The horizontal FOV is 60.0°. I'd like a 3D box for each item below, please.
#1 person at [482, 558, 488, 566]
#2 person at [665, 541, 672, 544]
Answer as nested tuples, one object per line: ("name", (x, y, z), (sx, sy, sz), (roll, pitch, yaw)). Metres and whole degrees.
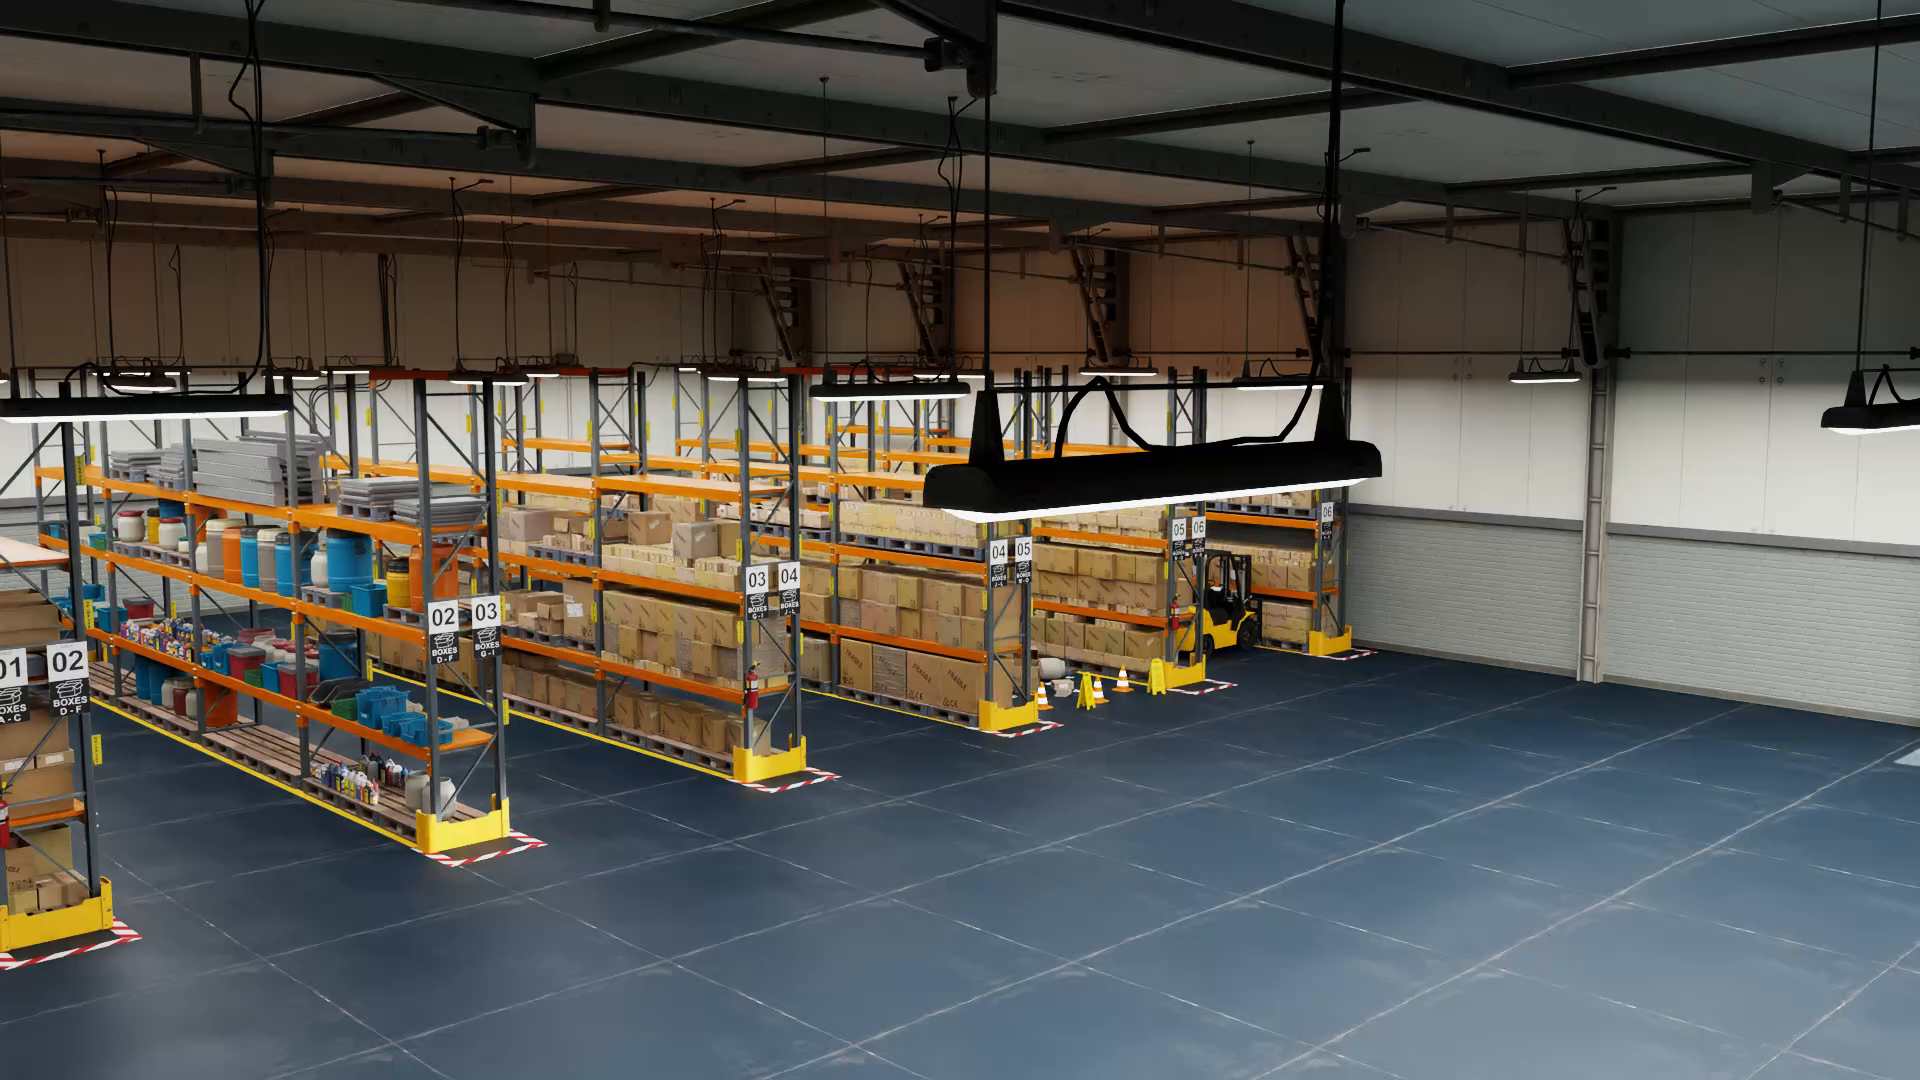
("person", (-12.472, 0.547, 43.622), (0.588, 1.827, 0.378), (-5, 8, -35))
("person", (-7.756, 0.513, 44.342), (0.526, 1.662, 0.540), (-6, 9, -41))
